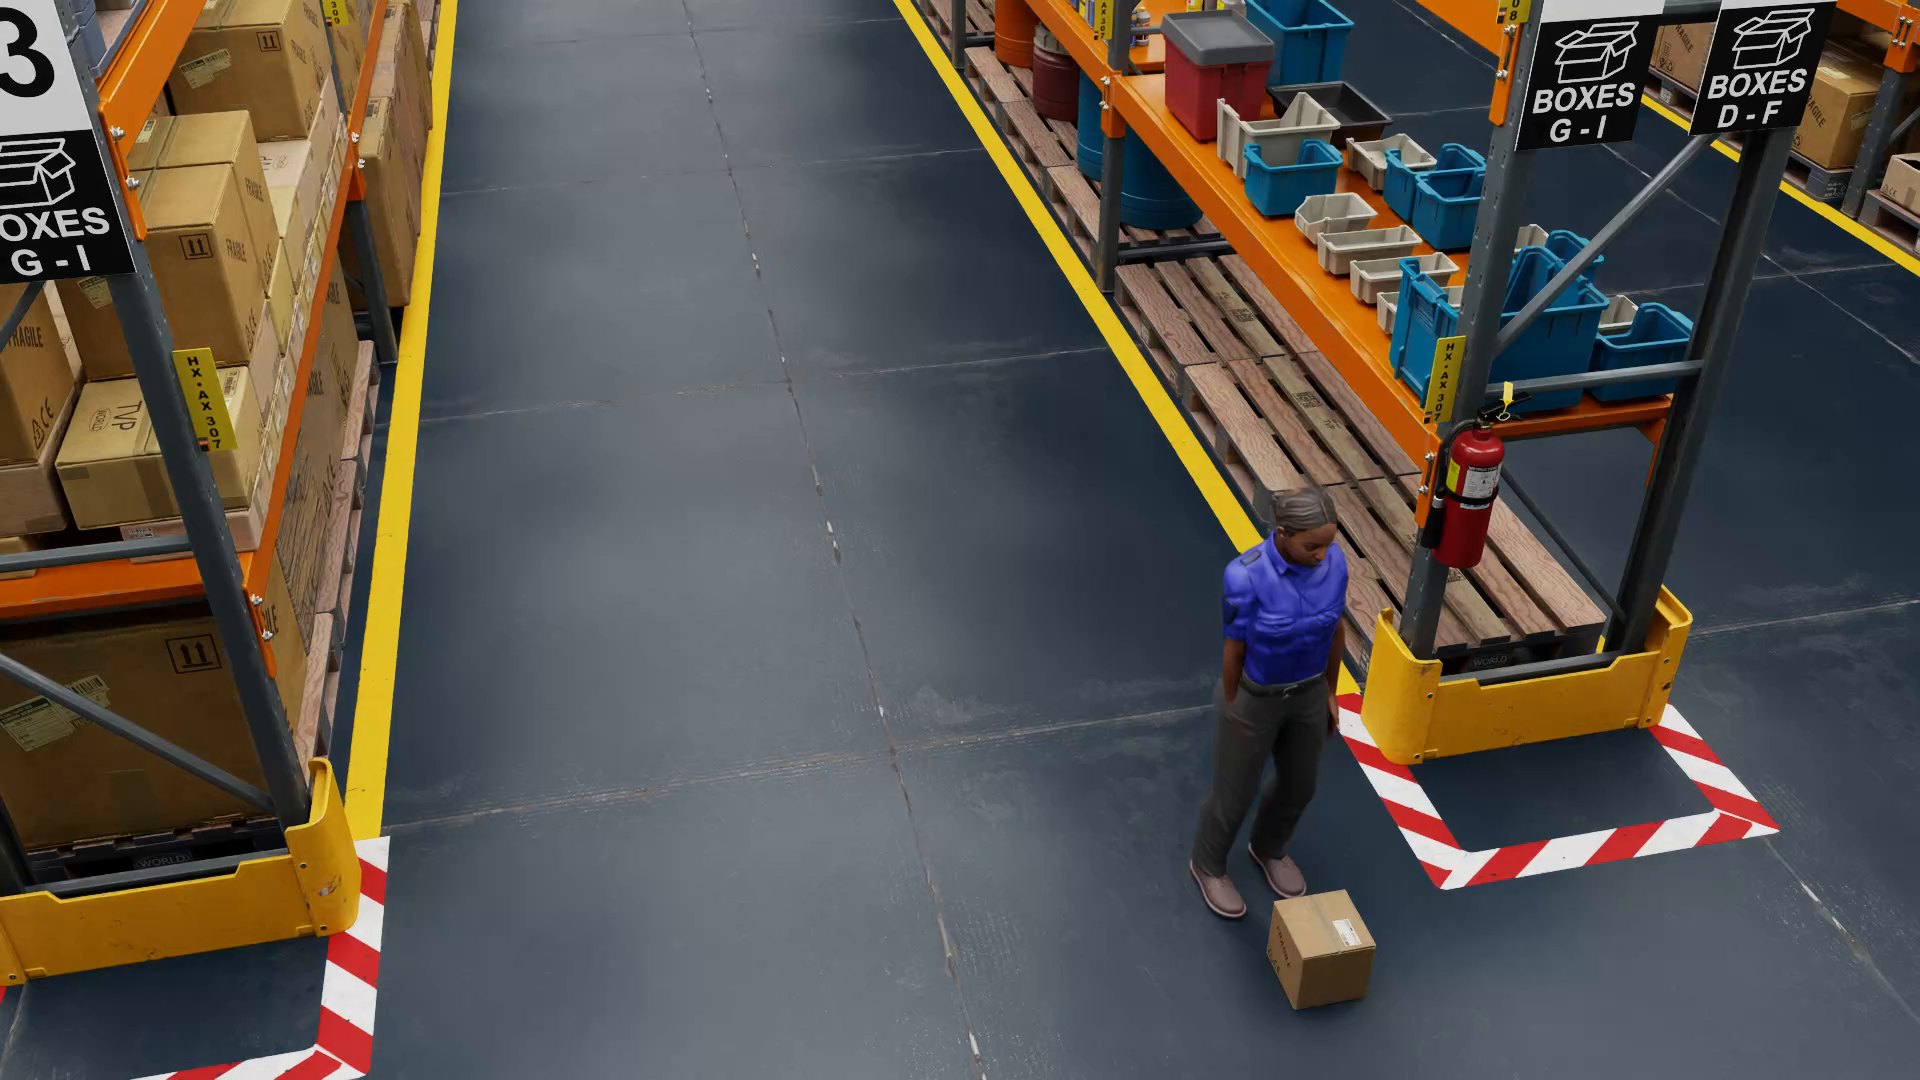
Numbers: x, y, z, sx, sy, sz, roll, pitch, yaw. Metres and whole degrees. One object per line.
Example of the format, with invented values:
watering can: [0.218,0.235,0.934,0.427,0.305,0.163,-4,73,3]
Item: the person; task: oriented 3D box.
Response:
person: [1.033,0.522,5.402,0.440,1.651,0.304,-12,36,-17]
